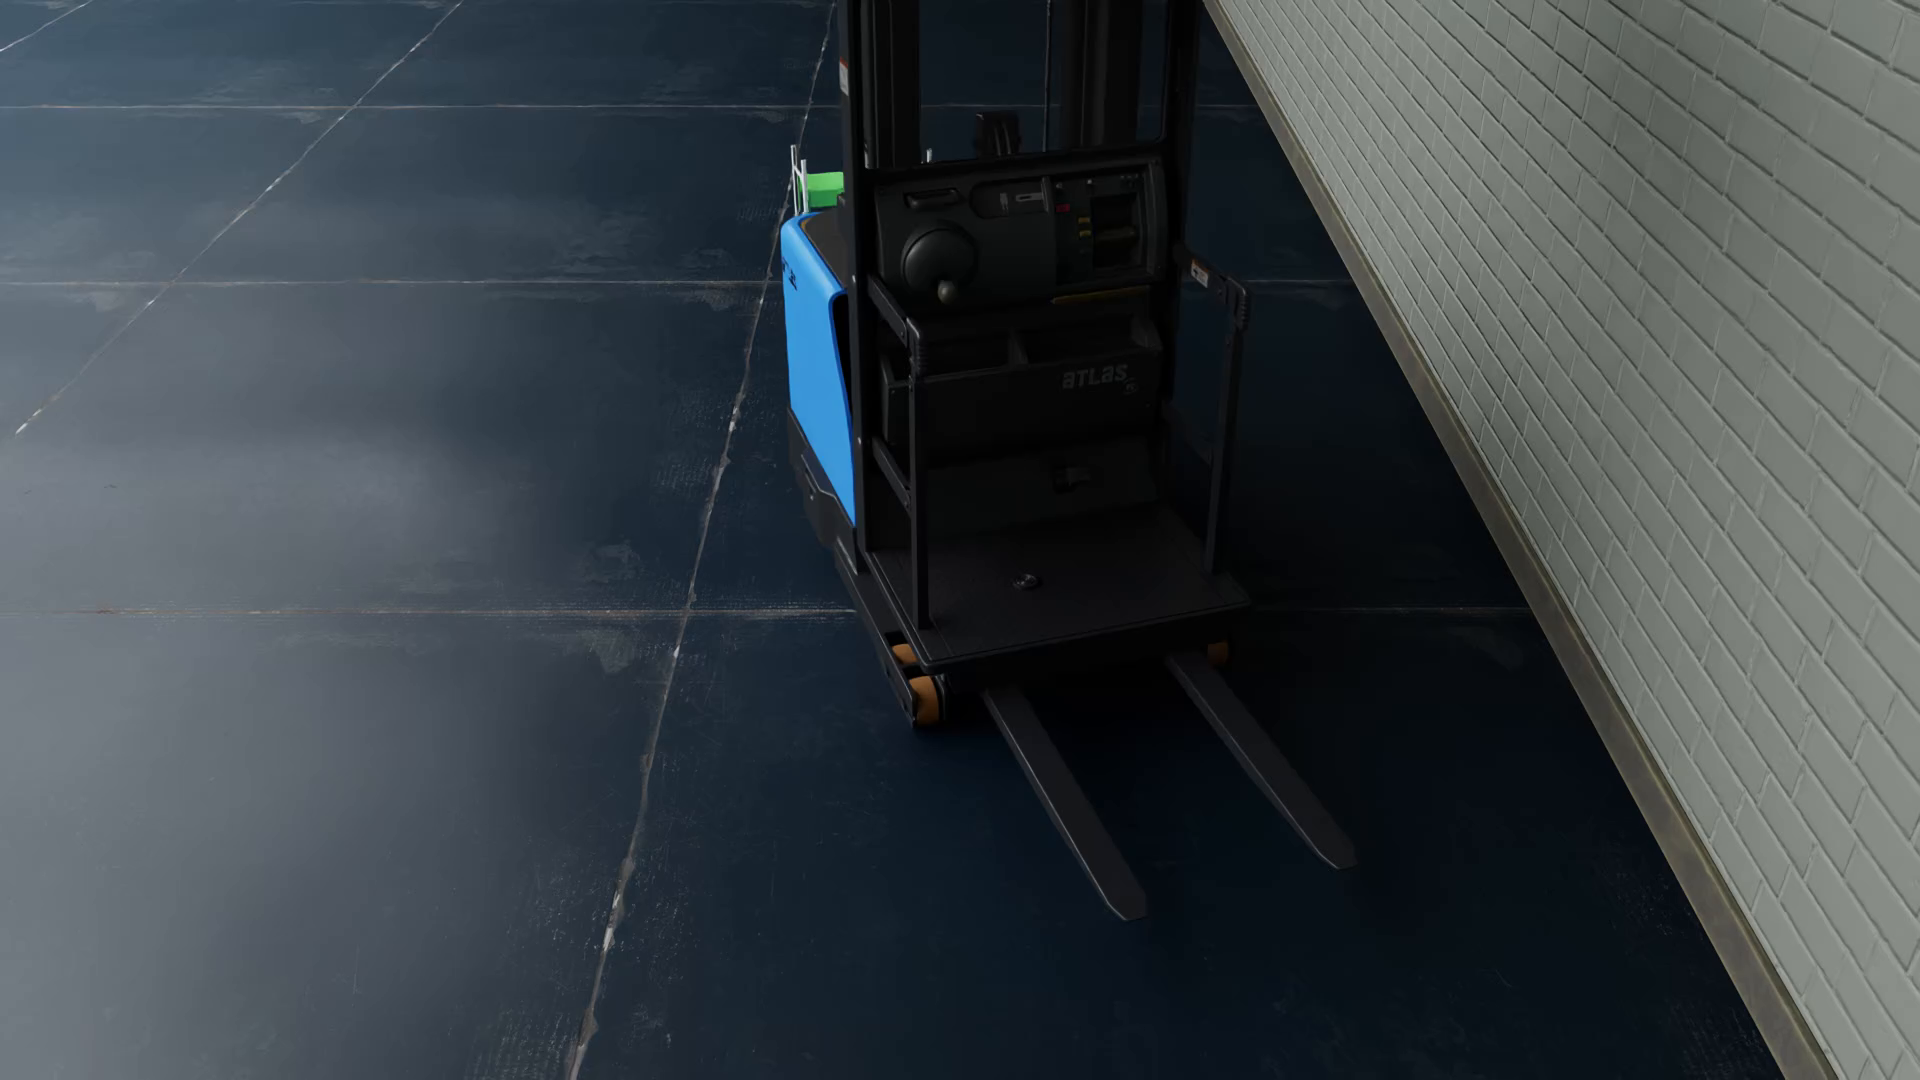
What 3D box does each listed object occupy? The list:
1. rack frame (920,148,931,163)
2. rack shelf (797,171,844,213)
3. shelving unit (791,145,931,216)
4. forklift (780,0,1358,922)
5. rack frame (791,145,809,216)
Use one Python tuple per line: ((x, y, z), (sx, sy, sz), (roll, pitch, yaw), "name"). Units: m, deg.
((-0.139, -1.018, 6.757), (0.015, 1.200, 0.240), (-8, 28, -13), "rack frame")
((-0.381, -1.354, 6.509), (0.480, 0.148, 0.258), (-8, 28, -13), "rack shelf")
((-0.374, -0.985, 6.702), (0.503, 1.200, 0.258), (-8, 28, -13), "shelving unit")
((0.264, -0.893, 4.897), (1.130, 2.935, 3.031), (-10, 33, -16), "forklift")
((-0.610, -0.952, 6.647), (0.015, 1.200, 0.240), (-8, 28, -13), "rack frame")
